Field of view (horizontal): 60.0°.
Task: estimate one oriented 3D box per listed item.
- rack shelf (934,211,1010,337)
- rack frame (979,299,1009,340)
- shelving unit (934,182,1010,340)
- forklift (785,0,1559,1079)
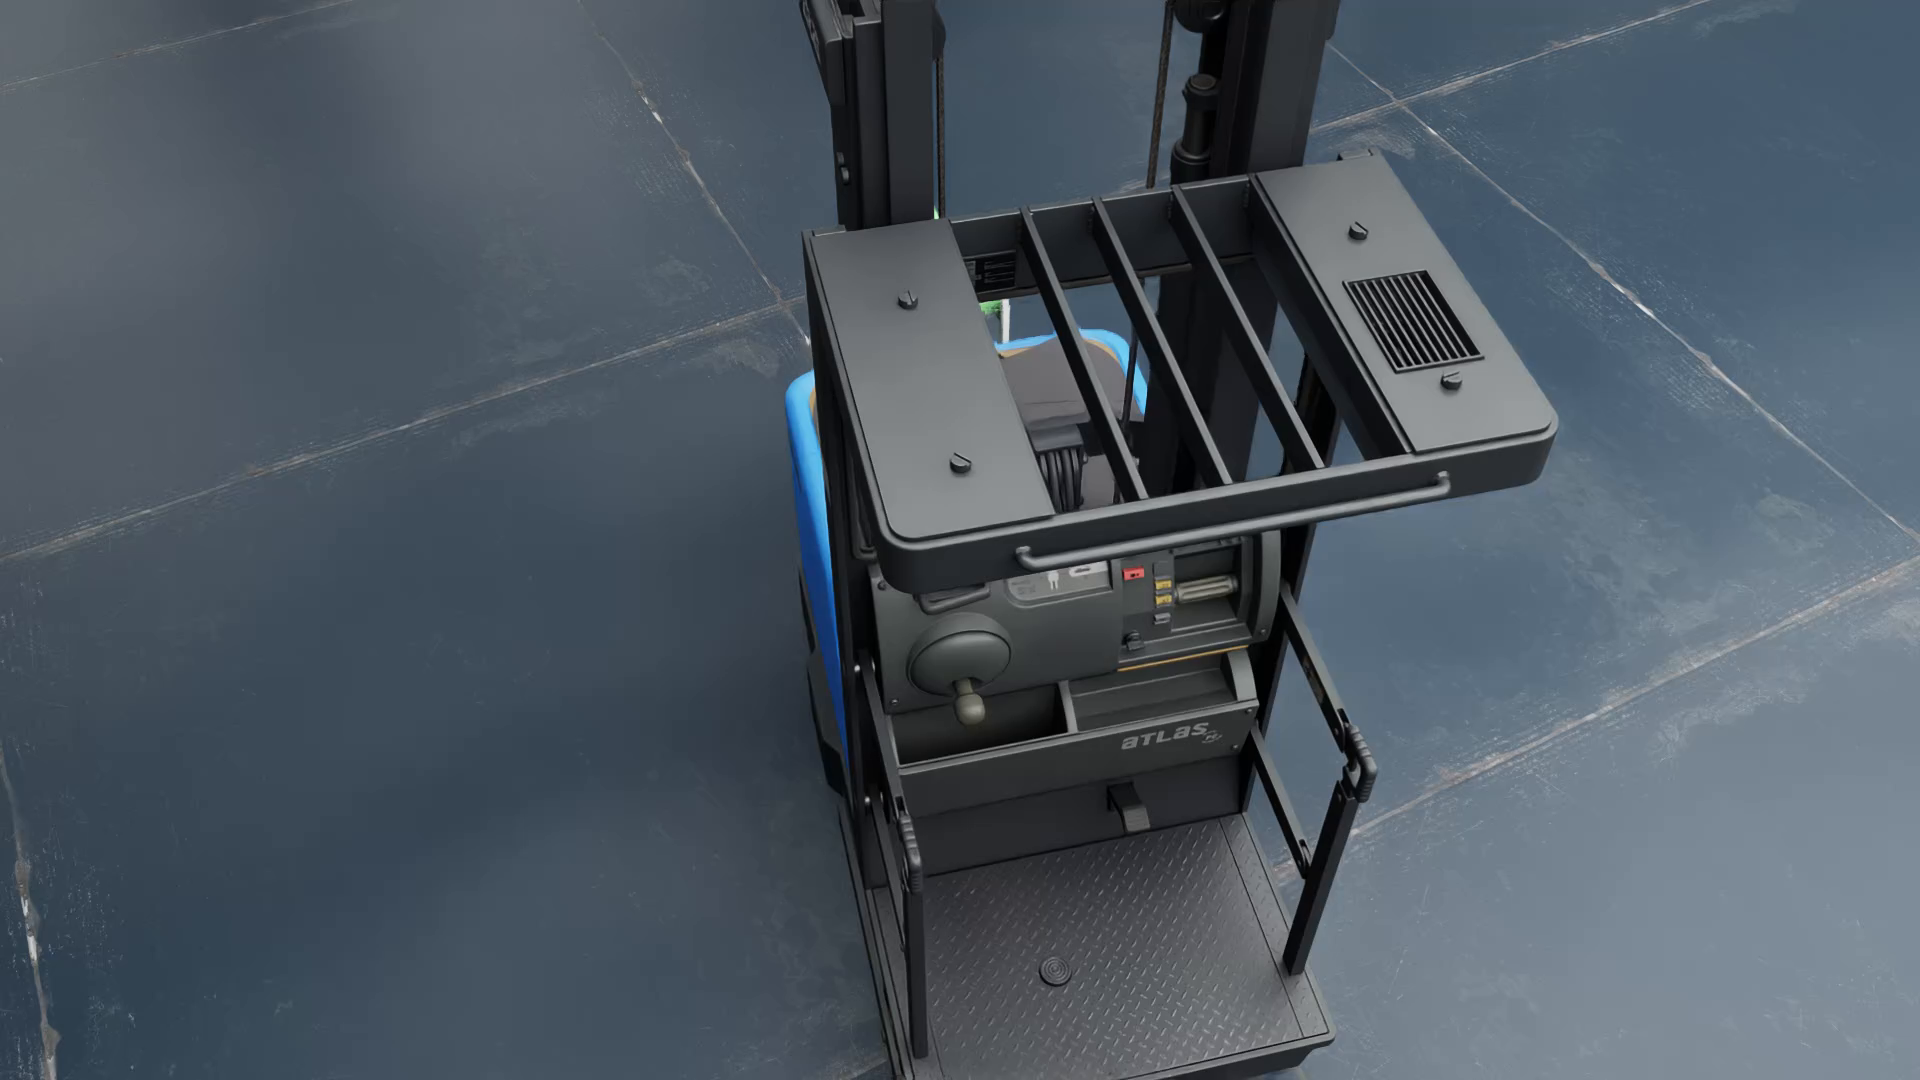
[{"bbox_3d":[-0.076,-0.780,5.082,0.258,0.148,0.480,-21,52,-18],"label":"rack shelf"},{"bbox_3d":[0.036,-0.342,5.252,0.240,1.200,0.015,-21,52,-18],"label":"rack frame"},{"bbox_3d":[-0.076,-0.506,5.395,0.258,1.200,0.503,-21,52,-18],"label":"shelving unit"},{"bbox_3d":[0.318,0.265,3.571,1.130,2.935,3.031,-10,50,-9],"label":"forklift"}]
